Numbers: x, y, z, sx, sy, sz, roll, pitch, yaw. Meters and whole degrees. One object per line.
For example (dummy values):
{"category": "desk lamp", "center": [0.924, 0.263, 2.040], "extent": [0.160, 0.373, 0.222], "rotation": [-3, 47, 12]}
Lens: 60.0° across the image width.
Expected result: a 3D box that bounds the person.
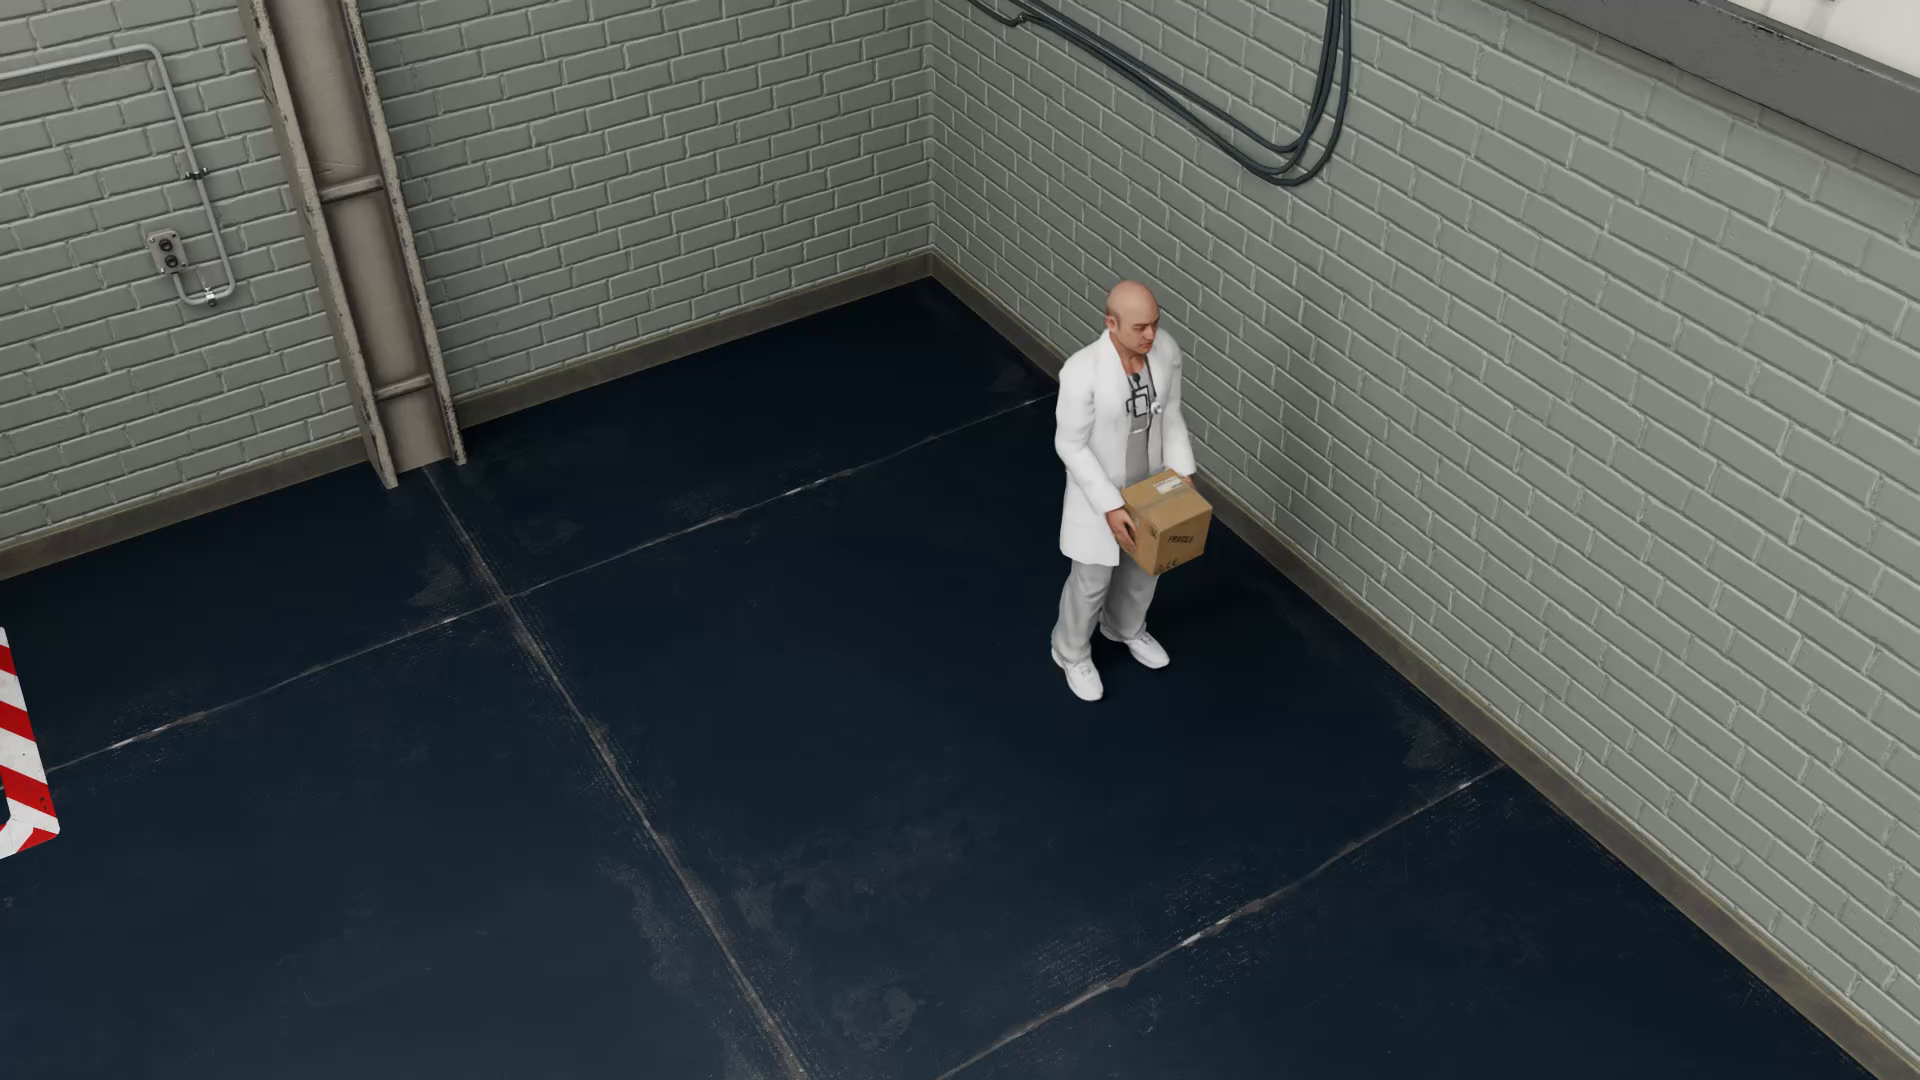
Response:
{"category": "person", "center": [0.639, -0.175, 6.370], "extent": [0.572, 1.782, 0.479], "rotation": [-23, 45, -25]}
